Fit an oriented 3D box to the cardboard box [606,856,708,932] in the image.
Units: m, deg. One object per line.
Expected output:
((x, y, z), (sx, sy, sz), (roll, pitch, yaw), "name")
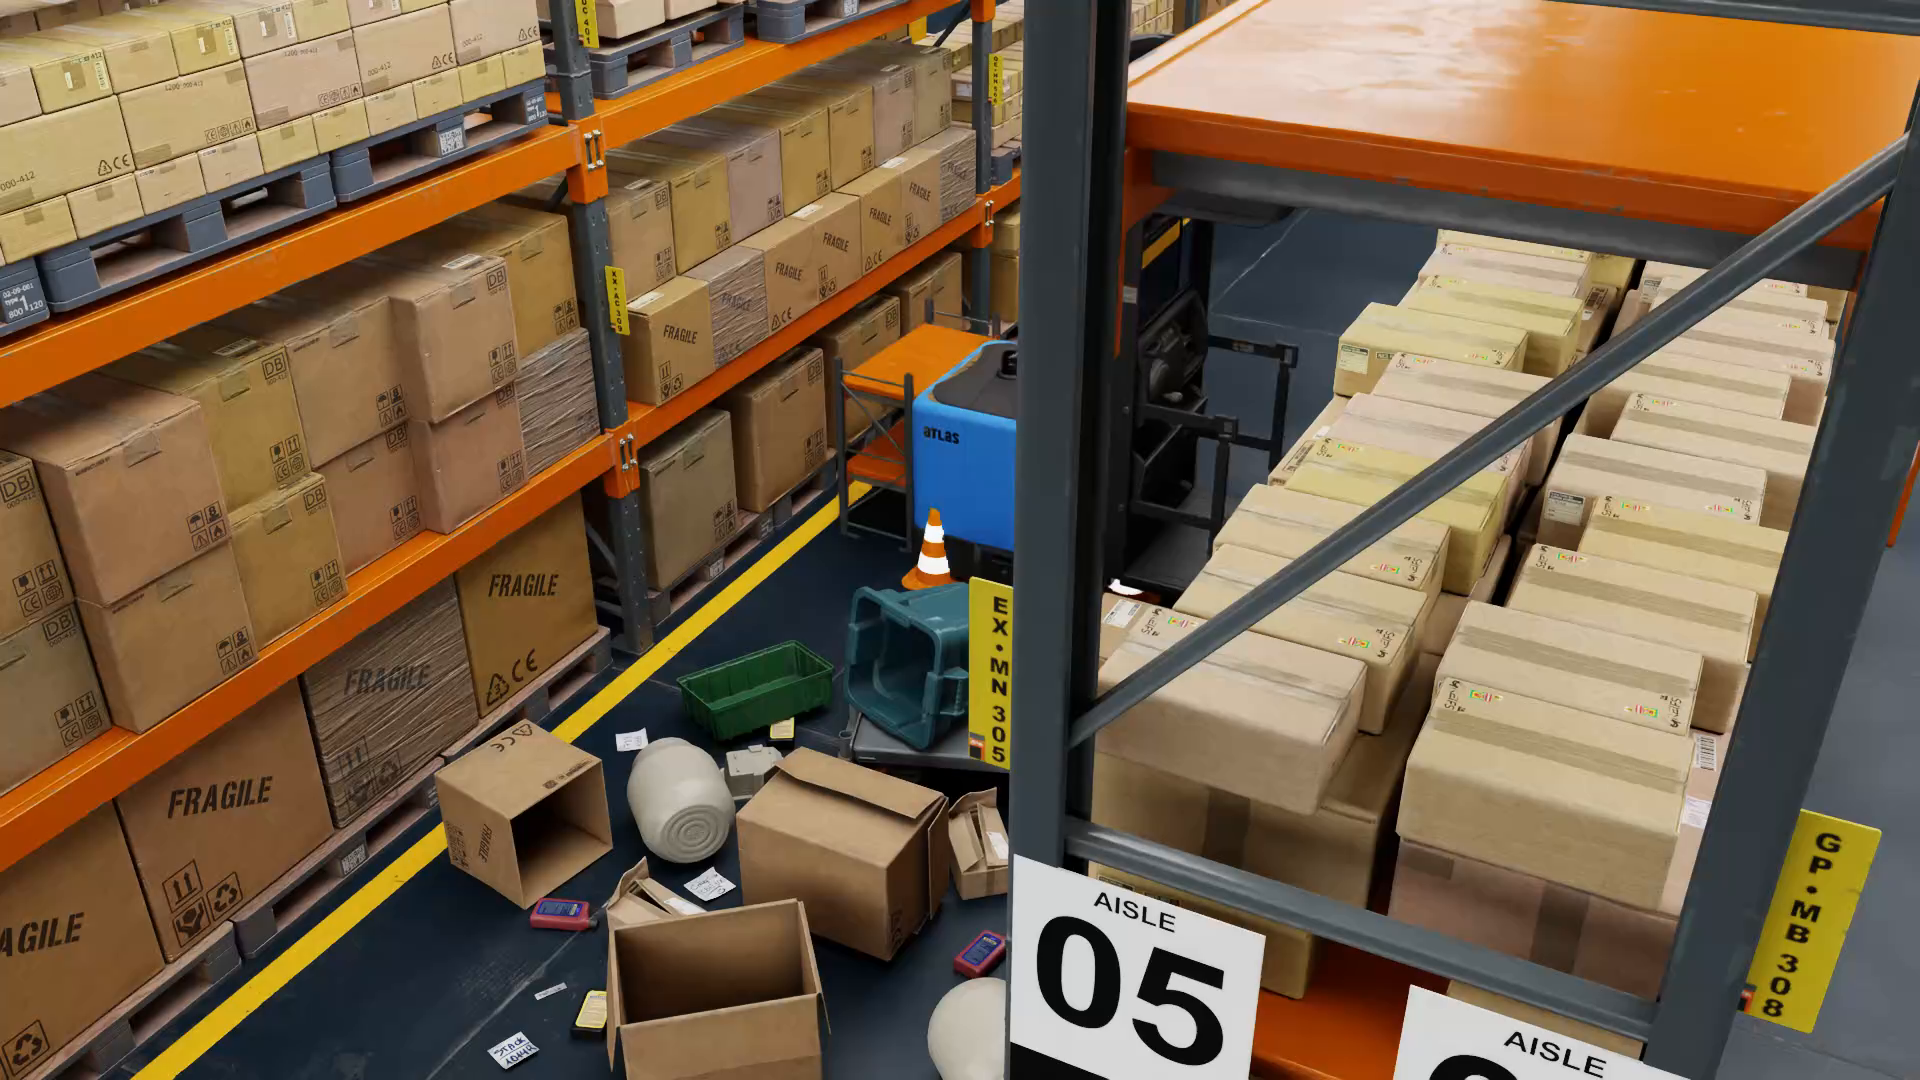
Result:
((-1.230, 1.539, 6.803), (0.396, 0.266, 0.258), (21, 36, 32), "cardboard box")

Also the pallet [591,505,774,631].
((-1.802, 0.024, 9.497), (1.003, 0.211, 1.213), (14, 33, 23), "pallet")

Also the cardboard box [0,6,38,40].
((-3.362, -1.719, 5.648), (0.380, 0.149, 0.250), (15, 33, 24), "cardboard box")

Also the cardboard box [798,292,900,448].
((-1.017, -1.168, 10.609), (1.050, 0.750, 0.750), (15, 33, 24), "cardboard box")

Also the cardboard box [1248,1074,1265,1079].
((0.582, 1.143, 3.344), (0.700, 0.500, 0.500), (13, 33, 22), "cardboard box")

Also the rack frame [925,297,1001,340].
((0.015, -0.913, 10.210), (0.500, 1.125, 0.032), (15, 33, 25), "rack frame")

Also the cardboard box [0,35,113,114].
((-2.893, -1.455, 5.189), (0.380, 0.149, 0.250), (14, 33, 23), "cardboard box")

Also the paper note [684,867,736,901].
((-1.076, 1.482, 7.147), (0.155, 0.023, 0.172), (-25, 38, -36), "paper note")

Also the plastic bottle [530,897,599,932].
((-1.640, 1.569, 6.956), (0.283, 0.061, 0.133), (4, 30, 6), "plastic bottle")

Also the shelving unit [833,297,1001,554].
((-0.233, -0.692, 9.825), (0.538, 1.125, 1.048), (15, 33, 25), "shelving unit")

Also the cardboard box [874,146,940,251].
((-0.459, -2.161, 10.401), (0.500, 0.500, 0.500), (14, 33, 23), "cardboard box")

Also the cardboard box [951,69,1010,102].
((0.121, -3.094, 11.358), (0.380, 0.149, 0.250), (14, 33, 23), "cardboard box")

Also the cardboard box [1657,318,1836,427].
((1.795, -0.387, 3.851), (0.380, 0.149, 0.250), (15, 33, 24), "cardboard box")

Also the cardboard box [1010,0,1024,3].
((0.613, -4.285, 13.434), (0.380, 0.149, 0.250), (14, 33, 23), "cardboard box")

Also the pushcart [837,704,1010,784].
((0.314, 0.894, 7.814), (1.648, 0.377, 0.936), (4, 30, 6), "pushcart")

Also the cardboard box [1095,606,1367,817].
((0.435, 0.271, 2.706), (0.380, 0.149, 0.250), (15, 33, 24), "cardboard box")

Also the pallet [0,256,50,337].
((-3.580, -0.647, 4.941), (1.003, 0.211, 1.213), (14, 33, 23), "pallet")

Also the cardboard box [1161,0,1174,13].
((1.549, -4.482, 13.775), (0.380, 0.149, 0.250), (16, 33, 26), "cardboard box")

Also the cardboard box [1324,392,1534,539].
((0.966, -0.160, 3.456), (0.380, 0.149, 0.250), (14, 33, 23), "cardboard box")

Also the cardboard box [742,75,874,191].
((-0.939, -2.427, 9.860), (0.700, 0.500, 0.500), (14, 33, 23), "cardboard box")

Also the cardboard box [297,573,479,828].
((-2.842, 0.576, 7.446), (0.875, 0.875, 0.875), (15, 33, 24), "cardboard box")

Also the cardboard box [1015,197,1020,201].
((0.496, -2.498, 12.424), (0.500, 0.250, 0.500), (14, 33, 23), "cardboard box")

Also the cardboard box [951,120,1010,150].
((0.119, -2.825, 11.488), (0.380, 0.149, 0.250), (14, 33, 23), "cardboard box")

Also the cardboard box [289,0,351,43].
((-2.430, -1.906, 5.973), (0.380, 0.149, 0.250), (14, 33, 23), "cardboard box")

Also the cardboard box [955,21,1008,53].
((0.142, -3.825, 12.631), (0.380, 0.149, 0.250), (16, 34, 26), "cardboard box")

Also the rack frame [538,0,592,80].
((-2.086, -3.428, 6.683), (1.000, 3.000, 0.127), (14, 33, 23), "rack frame")

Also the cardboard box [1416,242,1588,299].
((1.388, -0.630, 4.275), (0.380, 0.149, 0.250), (14, 33, 23), "cardboard box")

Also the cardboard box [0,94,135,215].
((-3.001, -1.248, 5.229), (0.500, 0.250, 0.500), (14, 33, 23), "cardboard box")

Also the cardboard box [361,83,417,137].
((-2.315, -1.670, 6.363), (0.380, 0.149, 0.250), (14, 33, 23), "cardboard box")

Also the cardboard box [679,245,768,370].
((-1.378, -1.266, 8.841), (0.500, 0.500, 0.500), (15, 33, 24), "cardboard box")

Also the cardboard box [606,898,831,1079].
((-0.910, 1.755, 6.189), (0.797, 0.503, 0.637), (-7, 31, -11), "cardboard box")

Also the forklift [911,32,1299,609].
((1.278, -0.973, 8.501), (3.031, 2.935, 1.130), (14, 33, 23), "forklift")

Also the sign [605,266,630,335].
((-1.592, -1.111, 7.723), (0.100, 0.325, 0.005), (14, 33, 23), "sign")

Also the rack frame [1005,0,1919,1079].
((0.544, -0.576, 1.717), (1.000, 3.000, 0.127), (14, 33, 23), "rack frame")

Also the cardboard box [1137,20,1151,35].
((1.318, -4.127, 13.457), (0.380, 0.149, 0.250), (16, 33, 25), "cardboard box")

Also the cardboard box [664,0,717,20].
((-1.393, -2.647, 8.065), (0.250, 0.149, 0.380), (14, 33, 23), "cardboard box")

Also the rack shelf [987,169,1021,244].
((0.647, -3.174, 12.988), (1.077, 0.370, 4.000), (14, 33, 23), "rack shelf")

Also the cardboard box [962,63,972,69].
((-0.092, -3.471, 12.314), (0.380, 0.149, 0.250), (14, 33, 23), "cardboard box")

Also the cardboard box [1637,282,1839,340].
((2.175, -0.632, 4.678), (0.500, 0.250, 0.500), (14, 33, 22), "cardboard box")

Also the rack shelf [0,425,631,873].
((-2.997, 0.372, 6.812), (1.077, 0.370, 4.000), (14, 33, 23), "rack shelf")

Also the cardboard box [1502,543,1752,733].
((1.248, 0.277, 3.095), (0.500, 0.250, 0.500), (14, 33, 23), "cardboard box")

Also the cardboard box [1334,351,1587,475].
((1.228, -0.306, 4.110), (0.500, 0.250, 0.500), (15, 33, 24), "cardboard box")

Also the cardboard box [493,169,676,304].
((-1.865, -1.525, 8.288), (0.700, 0.500, 0.500), (14, 33, 22), "cardboard box")

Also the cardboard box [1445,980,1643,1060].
((0.984, 0.760, 2.655), (0.380, 0.149, 0.250), (14, 33, 23), "cardboard box")

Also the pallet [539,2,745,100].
((-1.713, -2.462, 8.205), (0.805, 0.209, 1.217), (13, 32, 21), "pallet")

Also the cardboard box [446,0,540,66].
((-2.082, -2.140, 6.782), (0.500, 0.250, 0.500), (14, 33, 23), "cardboard box")

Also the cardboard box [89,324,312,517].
((-3.035, -0.489, 6.354), (0.875, 0.550, 0.500), (14, 33, 23), "cardboard box")

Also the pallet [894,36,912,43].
((-1.284, -5.734, 19.524), (1.003, 0.211, 1.213), (14, 33, 23), "pallet")

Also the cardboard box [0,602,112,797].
((-3.549, 0.458, 5.789), (0.875, 0.550, 0.550), (14, 33, 23), "cardboard box")

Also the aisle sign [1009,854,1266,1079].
((0.258, 0.859, 2.631), (0.394, 0.787, 0.004), (14, 33, 23), "aisle sign")

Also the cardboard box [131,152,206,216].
((-2.777, -1.222, 5.584), (0.380, 0.149, 0.250), (15, 33, 24), "cardboard box")

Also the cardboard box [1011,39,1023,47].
((0.597, -3.557, 12.165), (0.380, 0.149, 0.250), (16, 33, 26), "cardboard box")

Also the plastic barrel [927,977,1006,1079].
((0.137, 1.883, 6.045), (0.421, 0.421, 0.512), (-12, 32, -20), "plastic barrel")

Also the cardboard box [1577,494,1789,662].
((1.338, 0.070, 3.056), (0.380, 0.149, 0.250), (14, 33, 23), "cardboard box")

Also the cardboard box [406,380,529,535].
((-2.474, -0.476, 7.416), (0.875, 0.550, 0.550), (14, 33, 23), "cardboard box")
